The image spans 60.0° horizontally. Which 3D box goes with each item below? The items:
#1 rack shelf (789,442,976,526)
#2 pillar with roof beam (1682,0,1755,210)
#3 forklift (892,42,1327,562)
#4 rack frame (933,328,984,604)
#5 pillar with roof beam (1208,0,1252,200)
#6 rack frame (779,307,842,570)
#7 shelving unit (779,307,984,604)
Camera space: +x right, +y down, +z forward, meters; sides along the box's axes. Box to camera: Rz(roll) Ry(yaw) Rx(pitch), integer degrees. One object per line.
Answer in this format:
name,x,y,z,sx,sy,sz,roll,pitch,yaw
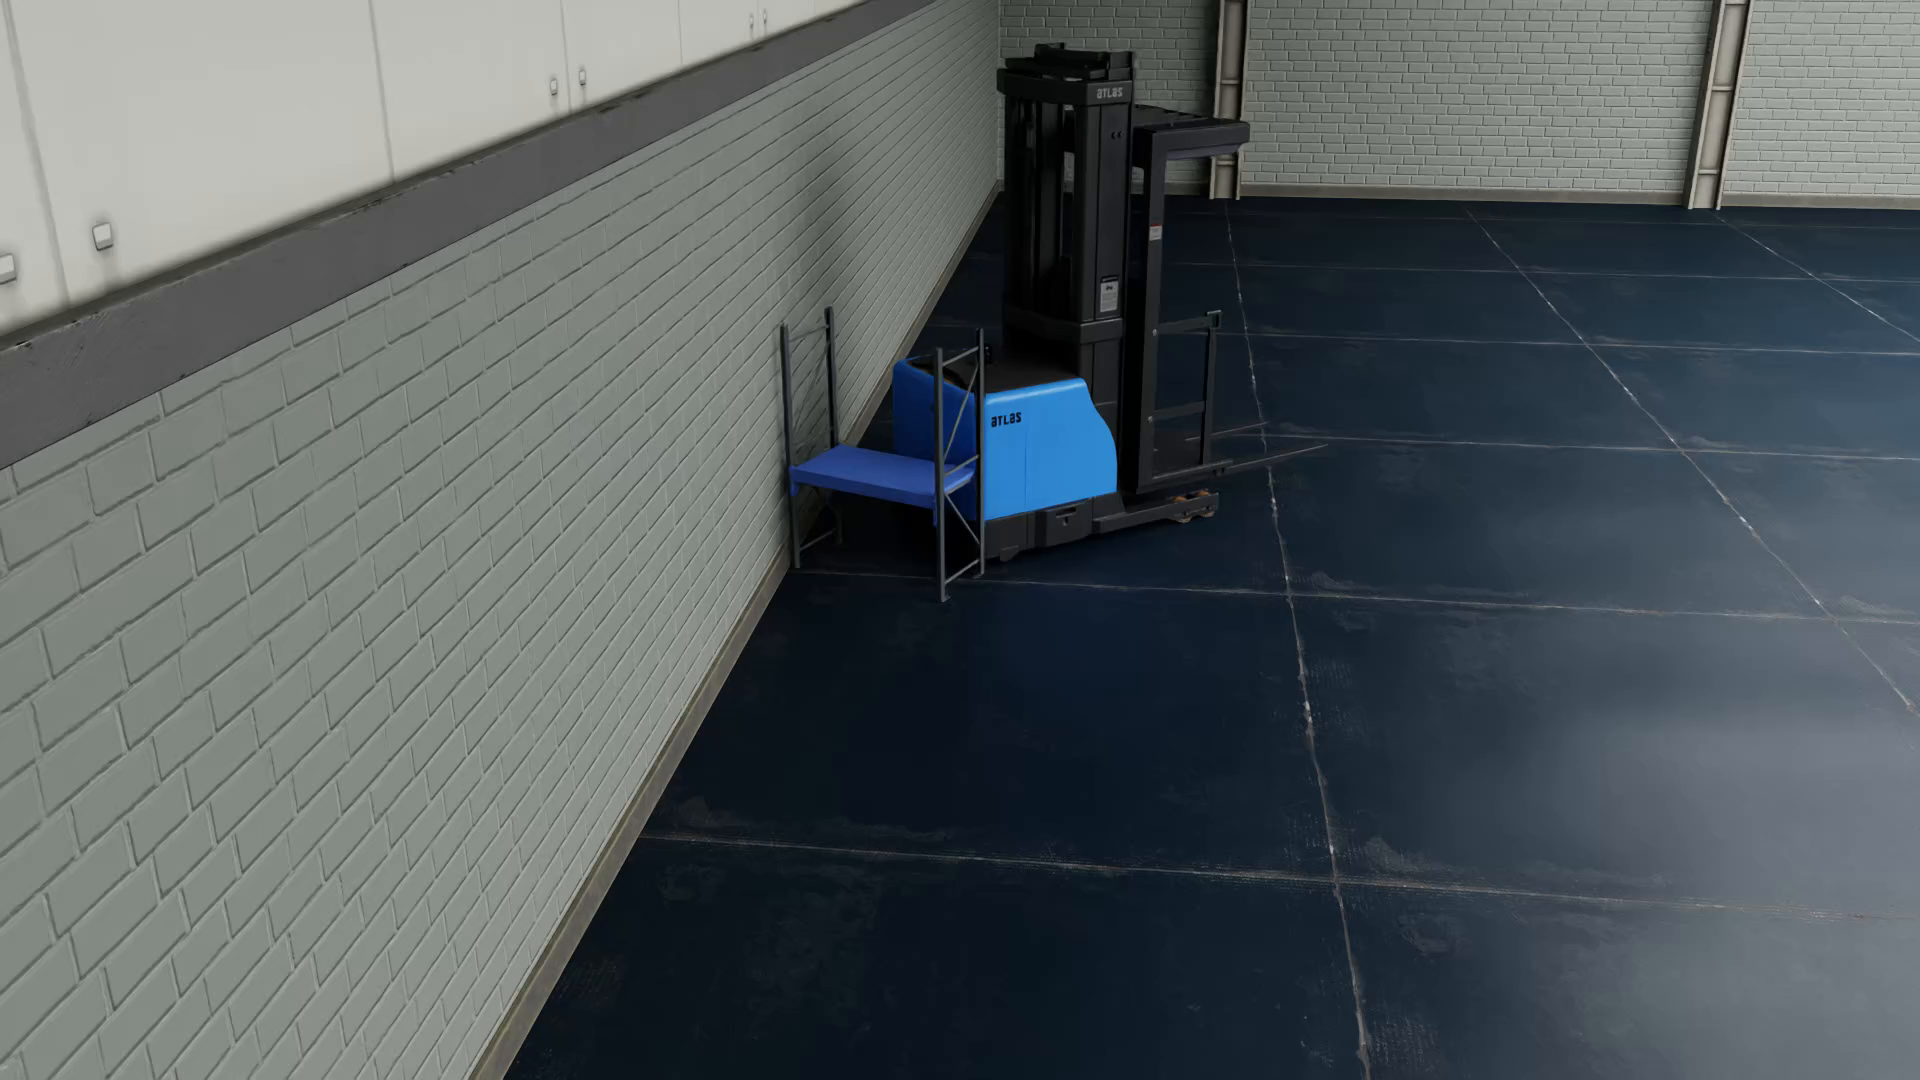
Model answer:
rack shelf,-0.438,-0.340,9.733,1.000,0.185,0.538,12,25,28
pillar with roof beam,8.915,-6.851,15.528,0.400,9.000,9.100,2,22,6
forklift,1.086,-1.622,10.557,3.031,2.935,1.130,-13,25,-30
rack frame,0.000,-0.414,9.427,0.032,1.500,0.500,12,25,28
pillar with roof beam,2.957,-7.110,16.185,0.400,9.000,9.100,2,22,6
rack frame,-0.880,-0.599,9.903,0.032,1.500,0.500,12,25,28
shelving unit,-0.440,-0.506,9.665,1.048,1.500,0.538,12,25,28
